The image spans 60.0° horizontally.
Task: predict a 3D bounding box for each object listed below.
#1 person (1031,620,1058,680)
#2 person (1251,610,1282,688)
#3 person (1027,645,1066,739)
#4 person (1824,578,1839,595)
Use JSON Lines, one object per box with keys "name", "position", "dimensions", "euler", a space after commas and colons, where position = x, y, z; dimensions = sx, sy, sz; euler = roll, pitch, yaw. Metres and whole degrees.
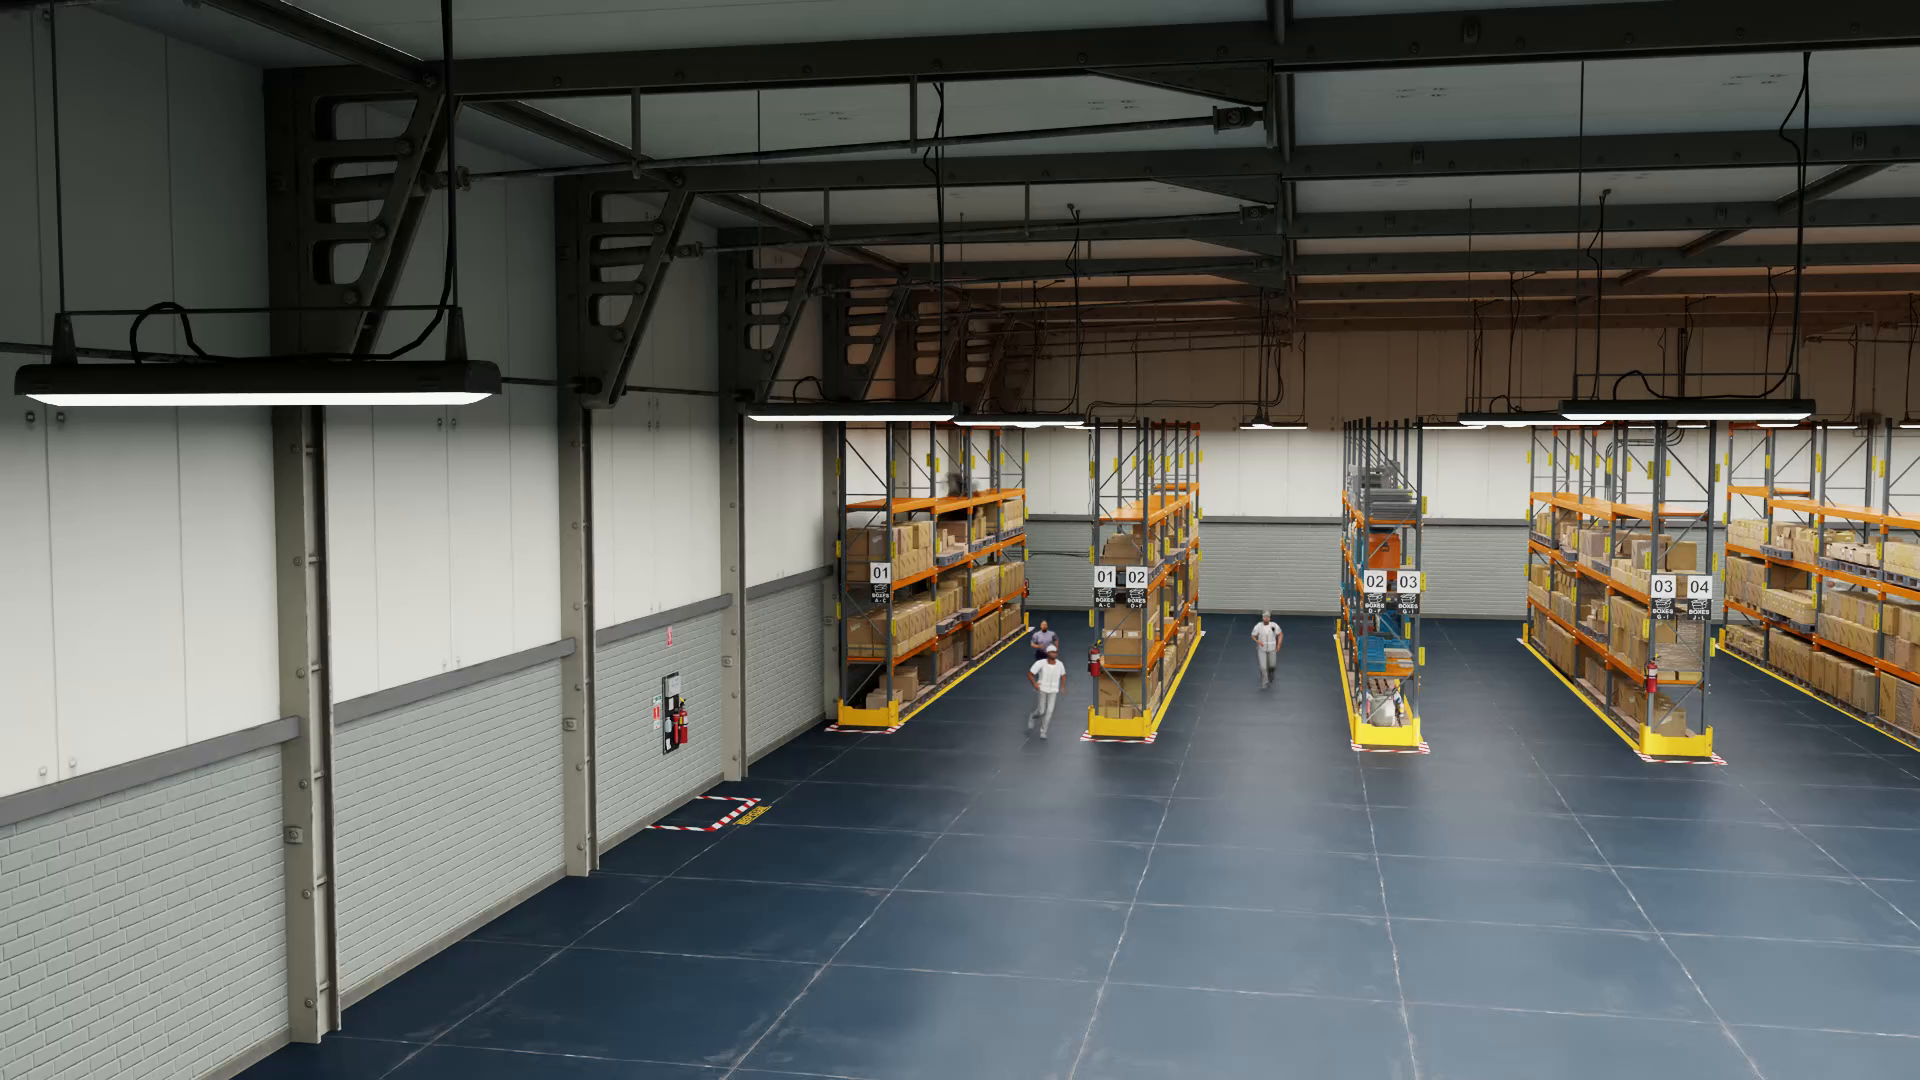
{"name": "person", "position": [1.829, 2.577, 35.972], "dimensions": [0.595, 1.696, 0.713], "euler": [0, 4, 4]}
{"name": "person", "position": [6.864, 2.440, 37.195], "dimensions": [0.705, 1.752, 0.599], "euler": [0, 4, 6]}
{"name": "person", "position": [1.672, 2.841, 31.308], "dimensions": [0.757, 1.704, 0.782], "euler": [-1, 4, -16]}
{"name": "person", "position": [23.475, 1.887, 44.842], "dimensions": [0.984, 1.784, 0.659], "euler": [1, 4, 10]}
